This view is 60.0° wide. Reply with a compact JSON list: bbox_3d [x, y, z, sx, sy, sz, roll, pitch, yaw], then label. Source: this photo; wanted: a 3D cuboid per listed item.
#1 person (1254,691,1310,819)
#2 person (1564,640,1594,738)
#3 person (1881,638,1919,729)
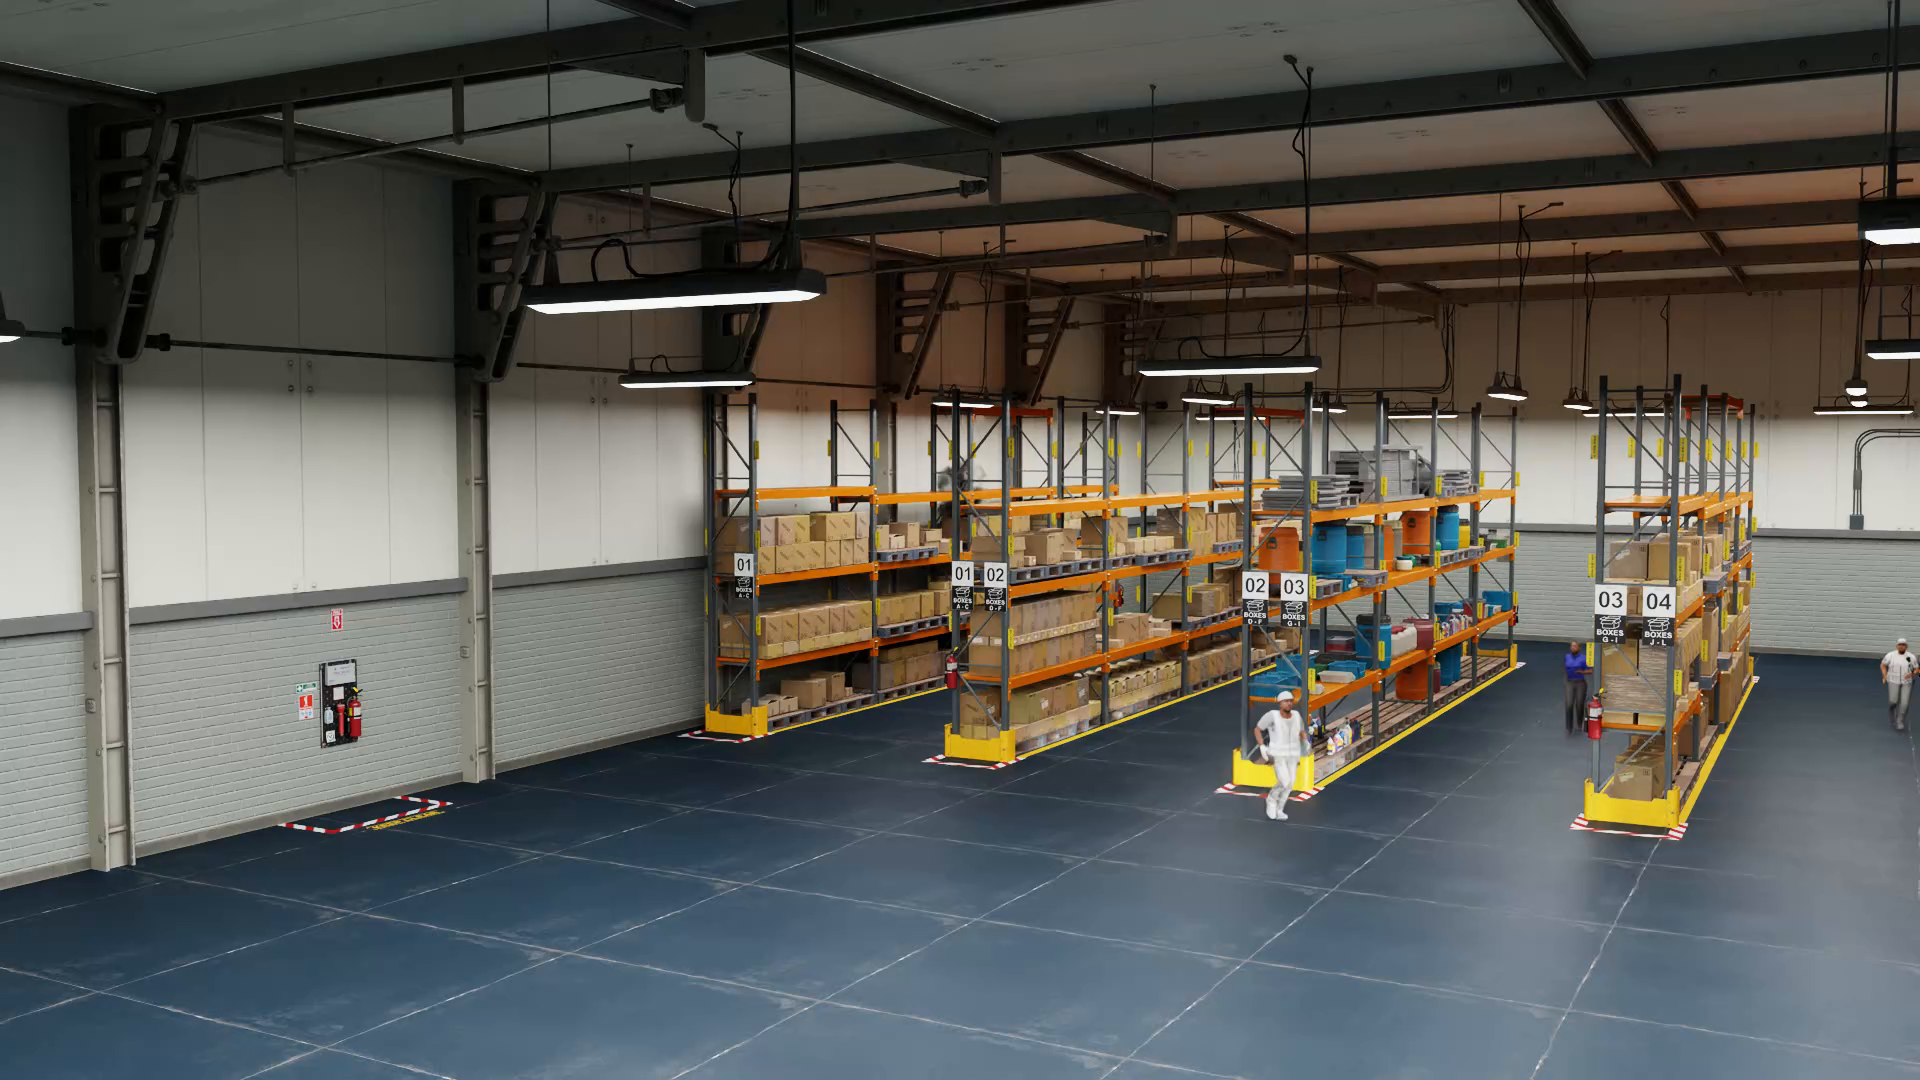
[{"bbox_3d":[4.398,2.907,22.390,0.685,1.743,0.604,-1,3,-23],"label":"person"},{"bbox_3d":[10.837,2.613,29.179,0.553,1.703,0.782,2,4,32],"label":"person"},{"bbox_3d":[16.880,2.580,29.862,0.605,1.628,0.536,2,3,26],"label":"person"}]
